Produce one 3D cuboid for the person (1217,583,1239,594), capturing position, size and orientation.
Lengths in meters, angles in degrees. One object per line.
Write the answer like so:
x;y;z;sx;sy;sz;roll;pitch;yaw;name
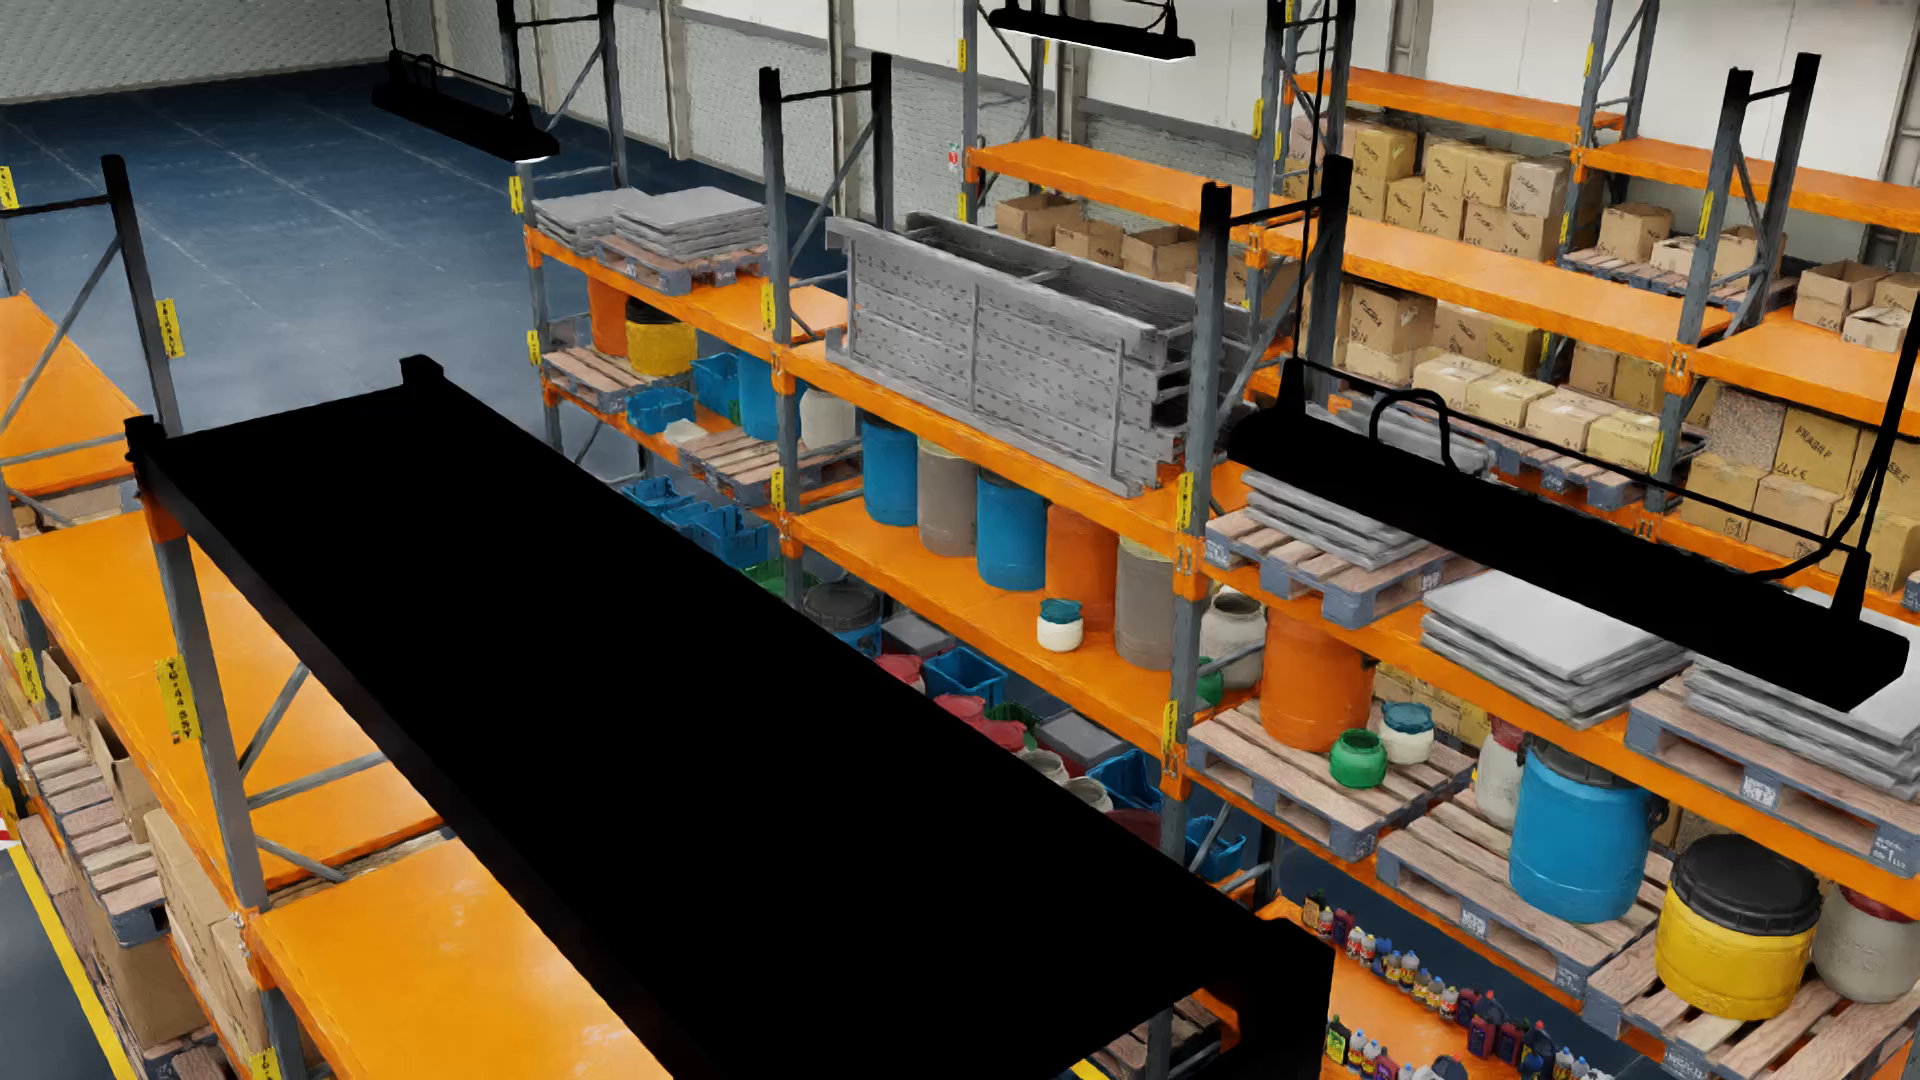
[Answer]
2.376;0.905;14.404;0.845;1.714;0.684;17;31;31;person
